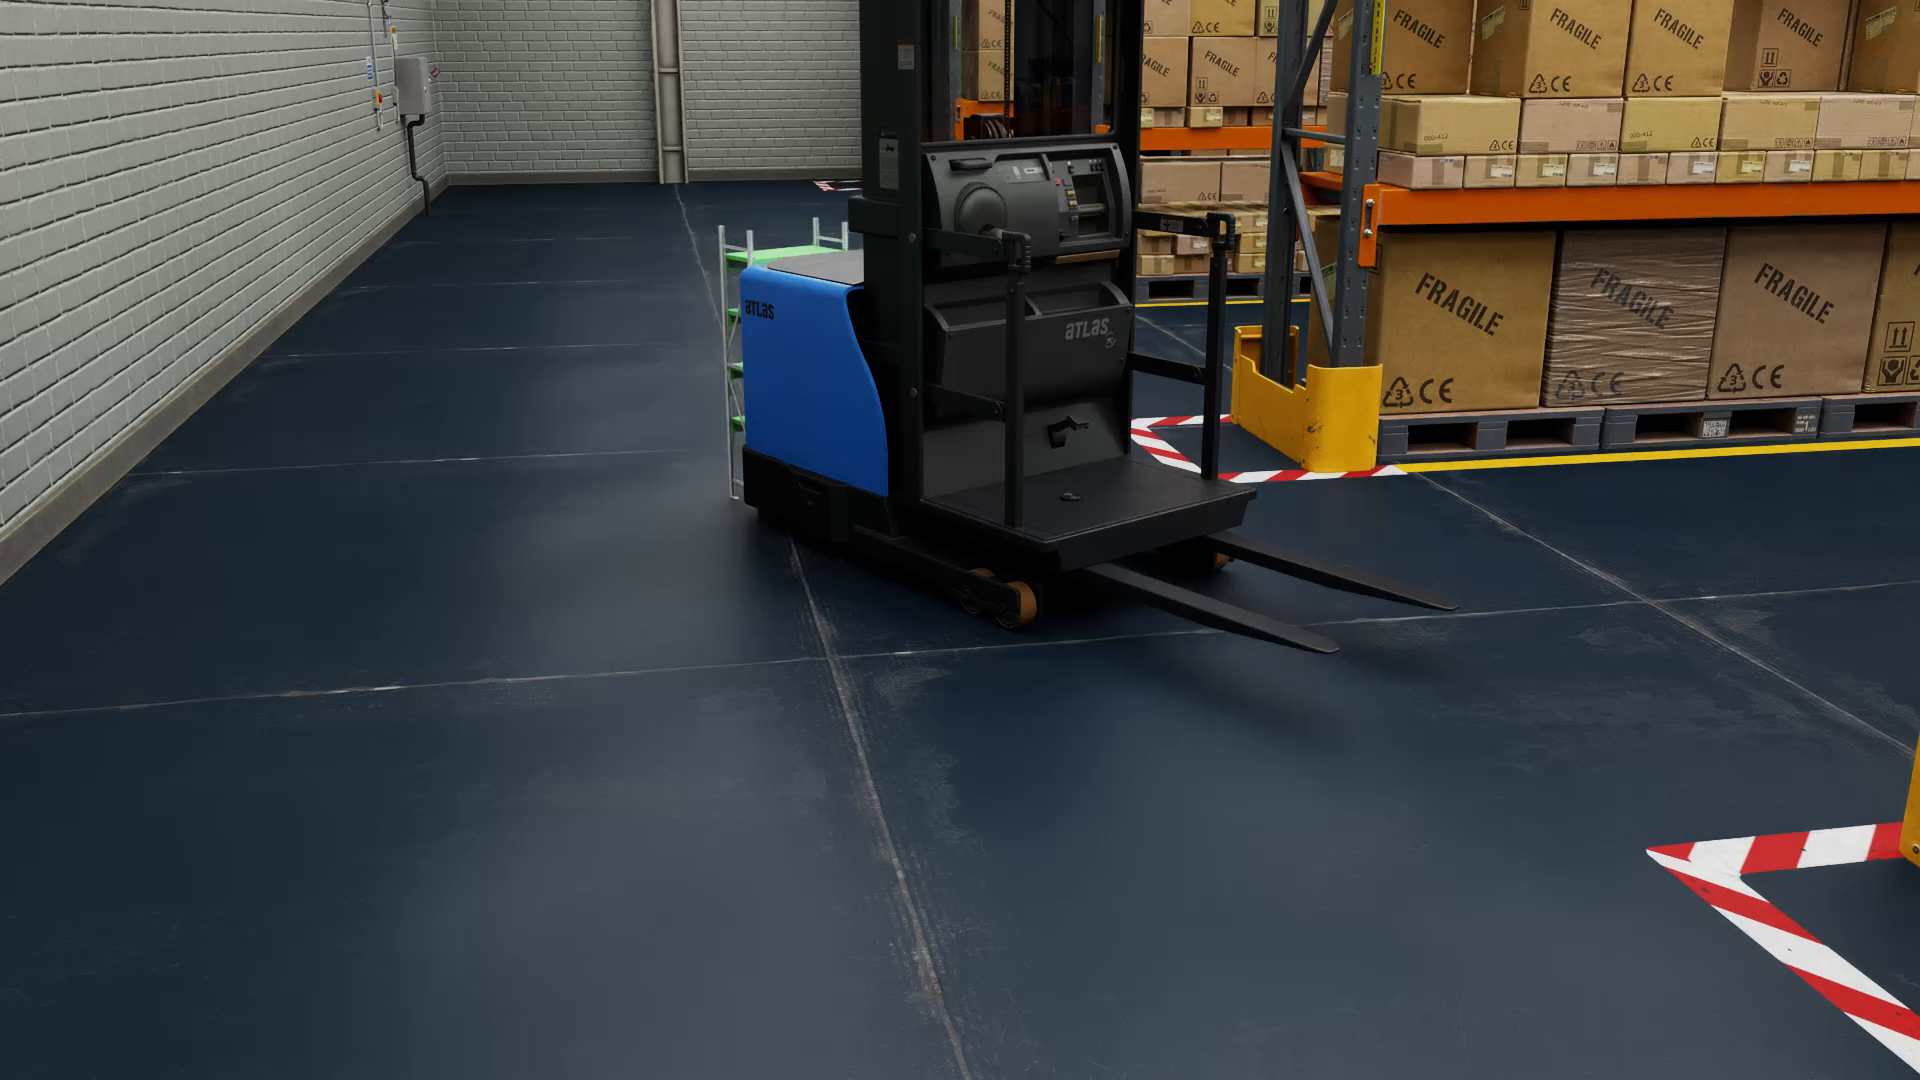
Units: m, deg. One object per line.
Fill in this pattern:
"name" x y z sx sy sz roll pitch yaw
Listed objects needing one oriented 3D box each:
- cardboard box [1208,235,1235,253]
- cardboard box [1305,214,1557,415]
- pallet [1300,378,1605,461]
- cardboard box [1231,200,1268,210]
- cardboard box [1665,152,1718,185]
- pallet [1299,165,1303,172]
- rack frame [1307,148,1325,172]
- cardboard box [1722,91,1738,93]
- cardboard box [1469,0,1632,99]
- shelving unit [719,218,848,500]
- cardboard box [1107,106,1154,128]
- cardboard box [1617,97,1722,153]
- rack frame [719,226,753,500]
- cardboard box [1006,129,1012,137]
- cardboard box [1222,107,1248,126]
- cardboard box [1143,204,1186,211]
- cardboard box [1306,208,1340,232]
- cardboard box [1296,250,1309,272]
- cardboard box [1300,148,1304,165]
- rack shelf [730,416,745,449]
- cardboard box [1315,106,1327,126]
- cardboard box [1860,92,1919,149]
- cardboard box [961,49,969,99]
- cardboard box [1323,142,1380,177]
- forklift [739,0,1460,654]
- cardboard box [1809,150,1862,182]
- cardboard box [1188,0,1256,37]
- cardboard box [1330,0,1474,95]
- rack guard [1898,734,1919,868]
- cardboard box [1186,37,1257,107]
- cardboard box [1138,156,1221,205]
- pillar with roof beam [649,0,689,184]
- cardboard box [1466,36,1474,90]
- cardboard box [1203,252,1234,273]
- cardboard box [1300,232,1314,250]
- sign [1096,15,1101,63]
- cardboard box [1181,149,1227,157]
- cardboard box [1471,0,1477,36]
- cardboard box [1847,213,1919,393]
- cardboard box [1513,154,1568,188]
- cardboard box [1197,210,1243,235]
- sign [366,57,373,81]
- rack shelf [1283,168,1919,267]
"cardboard box" 1.959 -2.333 12.932 0.250 0.149 0.380 -3 17 -10
"cardboard box" 2.348 -1.168 8.408 0.875 0.875 0.875 -3 17 -10
"pallet" 2.505 -0.658 8.595 1.213 0.211 1.003 -3 17 -10
"cardboard box" 2.372 -2.660 13.490 0.250 0.149 0.380 -3 17 -8
"cardboard box" 3.408 -1.801 7.994 0.250 0.149 0.380 -3 17 -11
"pallet" 4.829 -5.226 23.469 1.213 0.211 1.003 -3 17 -10
"rack frame" 3.782 -5.004 17.994 0.127 3.000 1.000 -3 17 -10
"cardboard box" 3.669 -2.185 8.565 0.500 0.250 0.500 -3 17 -10
"cardboard box" 2.748 -2.330 7.760 0.500 0.500 0.500 -4 17 -12
"shelving unit" -0.758 -0.784 7.319 0.503 1.200 0.258 -14 22 -38
"cardboard box" 1.273 -3.163 12.429 0.250 0.149 0.380 -3 17 -11
"cardboard box" 3.260 -2.001 7.967 0.500 0.250 0.500 -4 17 -12
"rack frame" -0.946 -0.738 7.170 0.015 1.200 0.240 -14 22 -38
"cardboard box" 0.913 -5.261 22.374 0.500 0.500 0.500 -3 17 -9
"cardboard box" 2.018 -3.243 12.688 0.250 0.149 0.380 -2 17 -8
"cardboard box" 1.622 -2.582 13.236 0.250 0.149 0.380 -3 17 -9
"cardboard box" 2.760 -2.492 12.944 0.250 0.149 0.380 -3 17 -10
"cardboard box" 2.717 -2.201 13.011 0.250 0.149 0.380 -4 18 -13
"cardboard box" 4.877 -5.488 23.114 0.500 0.500 0.500 -4 17 -12
"rack shelf" -0.758 -0.493 7.409 0.480 0.148 0.258 -14 22 -38
"cardboard box" 2.795 -3.265 12.759 0.250 0.149 0.380 -3 17 -8
"cardboard box" 4.771 -2.088 8.248 0.500 0.250 0.500 -3 17 -9
"cardboard box" 0.278 -4.932 17.589 0.500 0.500 0.500 -3 17 -10
"cardboard box" 2.022 -1.919 8.378 0.250 0.149 0.380 -3 17 -9
"forklift" 0.399 -1.258 5.915 1.130 2.935 3.031 -14 22 -37
"cardboard box" 4.163 -1.844 8.133 0.250 0.149 0.380 -4 17 -11
"cardboard box" 1.878 -4.006 12.365 0.500 0.500 0.500 -3 17 -9
"cardboard box" 2.163 -2.456 8.170 0.500 0.500 0.500 -3 17 -10
"rack guard" 2.653 0.704 3.669 0.348 0.500 1.175 -3 17 -10
"cardboard box" 1.907 -3.532 12.525 0.500 0.500 0.500 -3 17 -10
"cardboard box" 2.266 -3.925 18.132 0.875 0.438 0.875 -4 17 -12
"pillar with roof beam" -3.092 -7.948 17.362 0.400 9.000 9.100 -3 17 -10
"cardboard box" 3.889 -3.635 12.862 0.500 0.500 0.500 -4 17 -12
"cardboard box" 1.952 -2.188 12.968 0.250 0.149 0.380 -3 17 -10
"cardboard box" 2.733 -2.385 13.102 0.250 0.149 0.380 -2 17 -8
"sign" 0.996 -3.617 12.004 0.005 0.325 0.100 -3 17 -10
"cardboard box" 3.354 -5.402 22.834 0.500 0.500 0.500 -2 17 -8
"cardboard box" 3.904 -4.116 12.723 0.500 0.500 0.500 -4 17 -12
"cardboard box" 4.999 -1.318 8.898 0.875 0.875 0.875 -3 17 -10
"cardboard box" 2.649 -1.758 7.853 0.250 0.149 0.380 -4 17 -12
"cardboard box" 1.991 -2.440 12.775 0.250 0.149 0.380 -3 17 -11
"sign" -5.728 -4.572 16.128 0.001 0.218 0.327 -3 17 -10
"rack shelf" 3.698 -1.691 8.435 4.000 0.370 1.077 -3 17 -10
